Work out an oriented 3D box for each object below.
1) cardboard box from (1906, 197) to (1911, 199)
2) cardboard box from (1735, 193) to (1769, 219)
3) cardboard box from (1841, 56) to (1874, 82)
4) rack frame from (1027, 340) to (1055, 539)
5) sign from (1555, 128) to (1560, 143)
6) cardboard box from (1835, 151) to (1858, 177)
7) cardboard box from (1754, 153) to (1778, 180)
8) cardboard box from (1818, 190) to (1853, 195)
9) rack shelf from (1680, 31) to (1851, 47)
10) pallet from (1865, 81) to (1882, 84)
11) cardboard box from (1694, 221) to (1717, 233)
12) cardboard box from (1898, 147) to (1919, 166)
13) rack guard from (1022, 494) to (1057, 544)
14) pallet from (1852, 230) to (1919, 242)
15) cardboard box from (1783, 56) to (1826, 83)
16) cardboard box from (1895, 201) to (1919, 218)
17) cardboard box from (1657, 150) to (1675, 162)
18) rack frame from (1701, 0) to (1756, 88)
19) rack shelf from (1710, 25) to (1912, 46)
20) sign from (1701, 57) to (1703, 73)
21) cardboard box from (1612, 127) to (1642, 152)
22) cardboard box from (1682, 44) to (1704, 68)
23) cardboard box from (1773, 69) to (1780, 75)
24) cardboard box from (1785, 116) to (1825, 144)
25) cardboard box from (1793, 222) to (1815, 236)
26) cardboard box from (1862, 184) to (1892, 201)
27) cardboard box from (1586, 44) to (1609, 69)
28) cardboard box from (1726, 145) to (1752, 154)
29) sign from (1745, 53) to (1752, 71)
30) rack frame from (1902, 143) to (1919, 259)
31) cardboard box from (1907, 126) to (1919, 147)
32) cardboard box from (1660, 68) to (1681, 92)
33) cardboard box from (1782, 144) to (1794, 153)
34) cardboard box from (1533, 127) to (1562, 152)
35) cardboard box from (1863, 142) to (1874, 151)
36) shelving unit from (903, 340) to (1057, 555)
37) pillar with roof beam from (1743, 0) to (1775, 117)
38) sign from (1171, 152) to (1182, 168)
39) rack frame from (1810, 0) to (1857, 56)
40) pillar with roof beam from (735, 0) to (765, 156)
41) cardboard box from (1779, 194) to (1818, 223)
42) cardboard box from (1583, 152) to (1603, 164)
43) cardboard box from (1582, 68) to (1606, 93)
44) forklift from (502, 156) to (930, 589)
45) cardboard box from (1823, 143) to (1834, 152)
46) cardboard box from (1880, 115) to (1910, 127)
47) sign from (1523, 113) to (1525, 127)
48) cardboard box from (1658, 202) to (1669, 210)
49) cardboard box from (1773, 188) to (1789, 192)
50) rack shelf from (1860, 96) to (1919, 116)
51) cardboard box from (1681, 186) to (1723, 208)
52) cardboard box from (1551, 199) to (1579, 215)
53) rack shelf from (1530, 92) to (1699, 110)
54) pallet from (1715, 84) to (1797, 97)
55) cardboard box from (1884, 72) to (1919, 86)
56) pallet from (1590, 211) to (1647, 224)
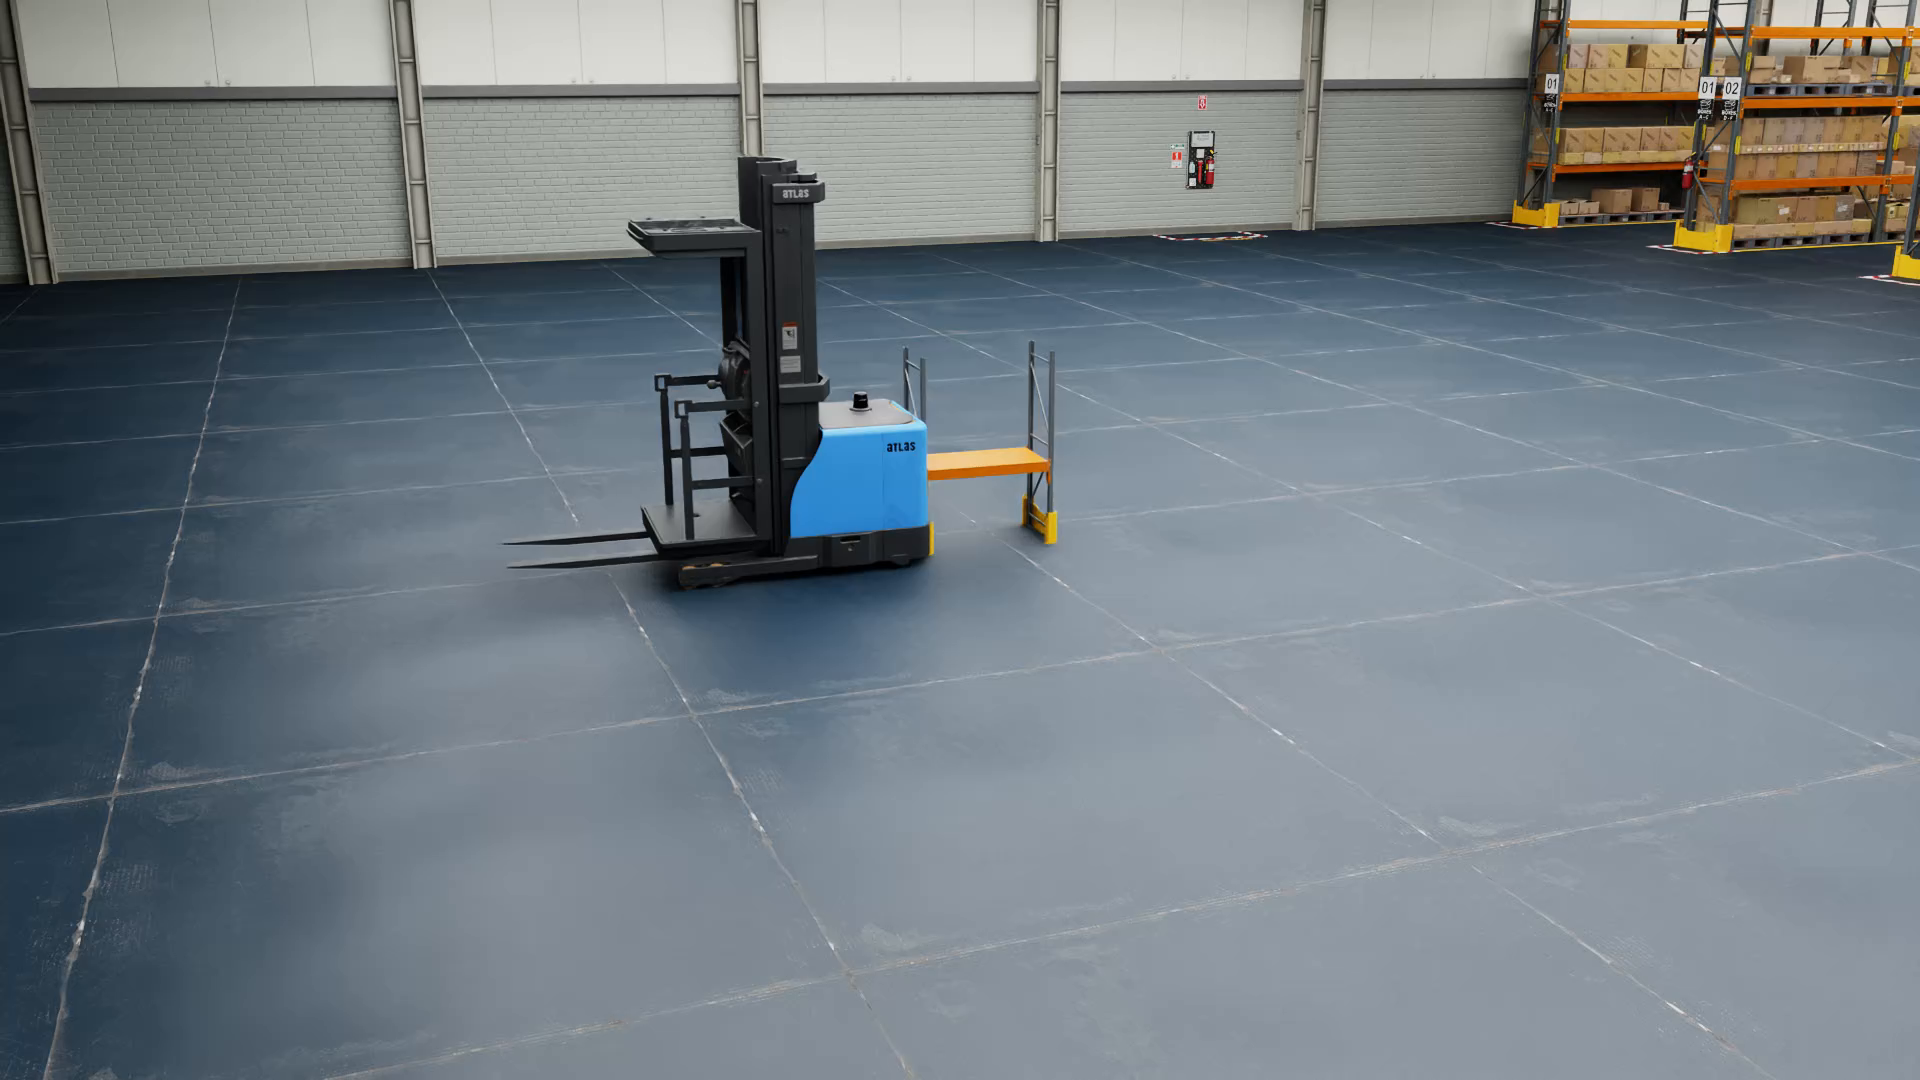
[{"bbox_3d":[19.808,-6.913,34.326,0.500,0.311,0.500,-6,18,-21],"label":"cardboard box"},{"bbox_3d":[15.699,-6.568,32.815,0.500,0.500,0.500,-6,17,-20],"label":"cardboard box"},{"bbox_3d":[17.546,-9.266,32.706,0.500,0.500,0.500,-5,17,-16],"label":"cardboard box"},{"bbox_3d":[0.626,-0.768,12.924,0.032,1.500,0.500,-5,17,-17],"label":"rack frame"},{"bbox_3d":[12.794,-8.664,35.614,0.005,0.325,0.100,-6,17,-20],"label":"sign"},{"bbox_3d":[17.209,-7.439,32.799,0.500,0.500,0.700,-6,18,-21],"label":"cardboard box"},{"bbox_3d":[15.305,-7.235,32.104,0.500,0.500,0.700,-6,17,-19],"label":"cardboard box"},{"bbox_3d":[17.566,-6.770,33.502,0.500,0.500,0.500,-6,17,-20],"label":"cardboard box"},{"bbox_3d":[18.202,-11.338,37.594,4.000,0.370,1.077,-6,17,-20],"label":"rack shelf"},{"bbox_3d":[20.652,-10.626,38.841,1.003,0.211,1.213,-5,17,-18],"label":"pallet"},{"bbox_3d":[14.771,-6.103,32.562,0.500,0.250,0.500,-6,17,-20],"label":"cardboard box"},{"bbox_3d":[19.326,-7.666,33.574,0.500,0.500,0.500,-5,17,-16],"label":"cardboard box"},{"bbox_3d":[0.625,-0.168,13.099,0.087,0.250,0.587,-5,17,-17],"label":"rack guard"},{"bbox_3d":[18.785,-6.239,33.839,1.213,0.211,1.003,-6,17,-20],"label":"pallet"},{"bbox_3d":[16.024,-8.940,31.595,0.500,0.500,0.500,-6,17,-20],"label":"cardboard box"},{"bbox_3d":[19.055,-6.668,33.493,0.500,0.311,0.500,-6,18,-21],"label":"cardboard box"},{"bbox_3d":[15.533,-8.557,37.016,0.500,0.250,0.500,-6,17,-20],"label":"cardboard box"},{"bbox_3d":[14.376,-9.967,30.940,0.127,3.000,1.000,-6,17,-20],"label":"rack frame"},{"bbox_3d":[16.243,-9.632,31.784,4.000,0.370,1.077,-6,17,-20],"label":"rack shelf"},{"bbox_3d":[14.195,-9.059,31.740,0.005,0.325,0.100,-6,17,-20],"label":"sign"},{"bbox_3d":[14.581,-8.811,36.550,0.500,0.500,0.500,-6,17,-18],"label":"cardboard box"},{"bbox_3d":[15.964,-10.650,36.600,0.500,0.500,0.500,-8,18,-25],"label":"cardboard box"},{"bbox_3d":[15.357,-8.910,31.936,0.500,0.250,0.500,-6,17,-20],"label":"cardboard box"},{"bbox_3d":[16.293,-7.964,32.287,0.500,0.500,0.700,-6,17,-20],"label":"cardboard box"},{"bbox_3d":[16.357,-6.117,32.612,0.500,0.250,0.500,-6,17,-20],"label":"cardboard box"},{"bbox_3d":[21.624,-8.495,39.642,0.750,0.750,0.750,-6,17,-20],"label":"cardboard box"},{"bbox_3d":[13.533,-10.380,35.683,0.500,0.500,0.500,-6,18,-21],"label":"cardboard box"},{"bbox_3d":[14.819,-7.431,31.621,0.250,0.149,0.380,-6,18,-20],"label":"cardboard box"},{"bbox_3d":[14.569,-8.839,30.729,0.005,0.325,0.100,-6,17,-20],"label":"sign"},{"bbox_3d":[16.145,-5.785,27.346,0.127,3.000,1.000,-6,17,-20],"label":"rack frame"},{"bbox_3d":[22.519,-9.587,39.550,0.500,0.500,0.500,-6,17,-20],"label":"cardboard box"},{"bbox_3d":[15.475,-10.128,36.599,0.500,0.500,0.500,-8,18,-25],"label":"cardboard box"},{"bbox_3d":[15.783,-7.535,31.977,0.250,0.149,0.380,-7,18,-22],"label":"cardboard box"},{"bbox_3d":[12.964,-8.793,36.487,0.500,0.500,0.500,-6,18,-21],"label":"cardboard box"},{"bbox_3d":[17.702,-7.743,32.685,0.250,0.149,0.380,-7,18,-21],"label":"cardboard box"},{"bbox_3d":[0.151,-0.725,12.777,1.083,1.500,0.587,-5,17,-17],"label":"shelving unit"},{"bbox_3d":[20.087,-11.041,34.595,0.400,9.000,9.100,-6,17,-20],"label":"pillar with roof beam"},{"bbox_3d":[4.467,-7.834,34.261,0.234,0.329,0.001,-6,17,-20],"label":"sign"},{"bbox_3d":[20.070,-12.077,38.123,0.127,3.000,1.000,-6,17,-20],"label":"rack frame"},{"bbox_3d":[-2.324,-8.621,26.355,0.400,9.000,9.100,-6,17,-20],"label":"pillar with roof beam"},{"bbox_3d":[16.358,-6.477,32.505,0.500,0.500,0.500,-6,17,-20],"label":"cardboard box"},{"bbox_3d":[13.649,-8.351,36.315,0.500,0.250,0.500,-7,18,-22],"label":"cardboard box"},{"bbox_3d":[13.516,-9.901,35.826,0.500,0.500,0.500,-5,17,-16],"label":"cardboard box"},{"bbox_3d":[-1.800,-1.223,11.932,3.031,2.935,1.130,-5,17,-17],"label":"forklift"},{"bbox_3d":[16.747,-7.640,32.333,0.250,0.149,0.380,-6,17,-18],"label":"cardboard box"},{"bbox_3d":[22.028,-9.895,39.270,0.500,0.250,0.500,-7,18,-21],"label":"cardboard box"},{"bbox_3d":[12.420,-9.247,36.519,0.005,0.325,0.100,-6,17,-20],"label":"sign"},{"bbox_3d":[15.846,-7.585,37.722,0.250,0.166,0.380,-9,18,-27],"label":"cardboard box"},{"bbox_3d":[18.894,-8.102,38.892,0.500,0.500,0.700,-6,17,-20],"label":"cardboard box"},{"bbox_3d":[19.979,-8.788,33.524,4.000,0.370,1.077,-6,17,-20],"label":"rack shelf"},{"bbox_3d":[17.016,-7.885,38.153,0.500,0.500,0.700,-6,17,-18],"label":"cardboard box"},{"bbox_3d":[13.278,-7.359,36.696,0.500,0.311,0.500,-8,18,-26],"label":"cardboard box"},{"bbox_3d":[14.467,-9.687,36.587,4.000,0.370,1.077,-6,17,-20],"label":"rack shelf"},{"bbox_3d":[15.045,-8.550,31.594,1.213,0.211,1.003,-6,17,-20],"label":"pallet"},{"bbox_3d":[18.690,-9.120,32.901,0.500,0.250,0.500,-4,17,-14],"label":"cardboard box"},{"bbox_3d":[14.579,-7.256,37.304,1.213,0.211,1.003,-6,17,-20],"label":"pallet"}]
